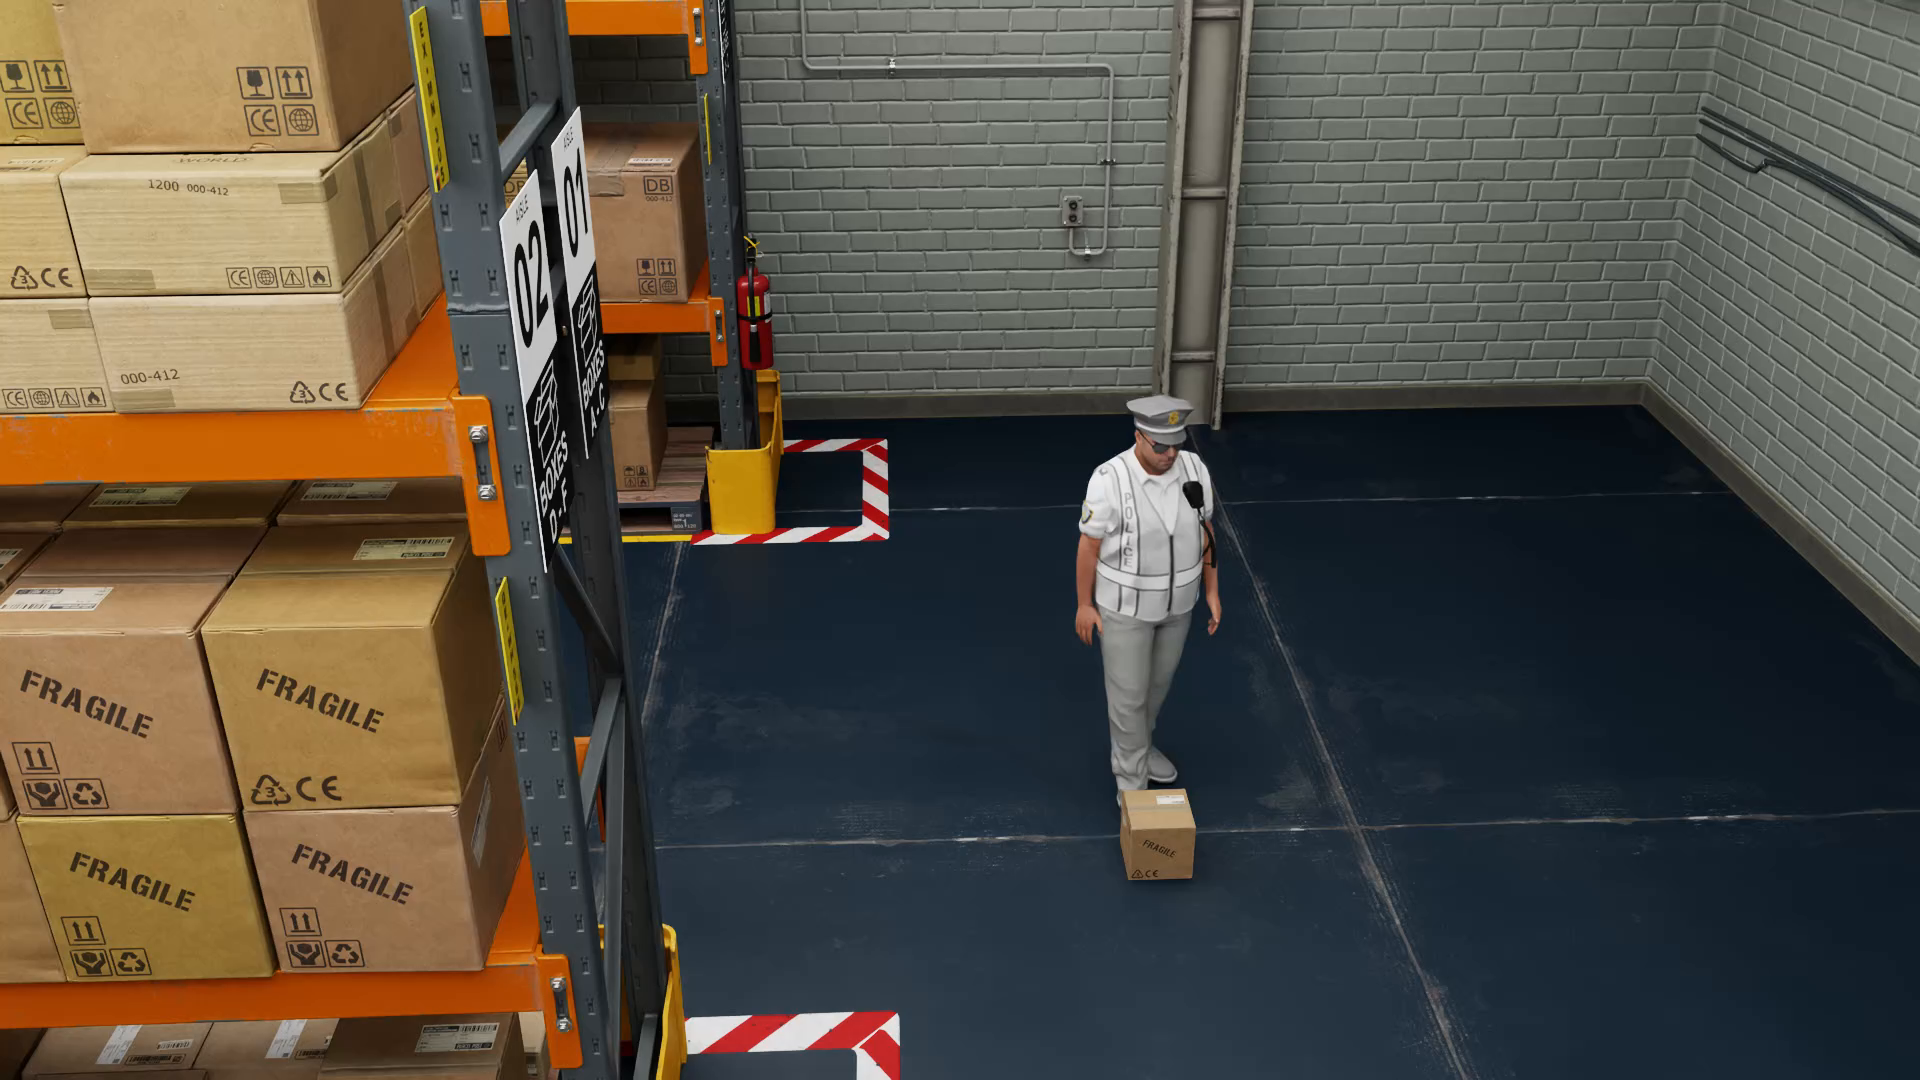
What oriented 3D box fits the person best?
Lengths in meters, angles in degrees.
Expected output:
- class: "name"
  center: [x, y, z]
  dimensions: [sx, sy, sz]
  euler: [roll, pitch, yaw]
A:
- class: "person"
  center: [0.795, 0.279, 6.556]
  dimensions: [0.574, 1.746, 0.642]
  euler: [-12, 30, -21]
